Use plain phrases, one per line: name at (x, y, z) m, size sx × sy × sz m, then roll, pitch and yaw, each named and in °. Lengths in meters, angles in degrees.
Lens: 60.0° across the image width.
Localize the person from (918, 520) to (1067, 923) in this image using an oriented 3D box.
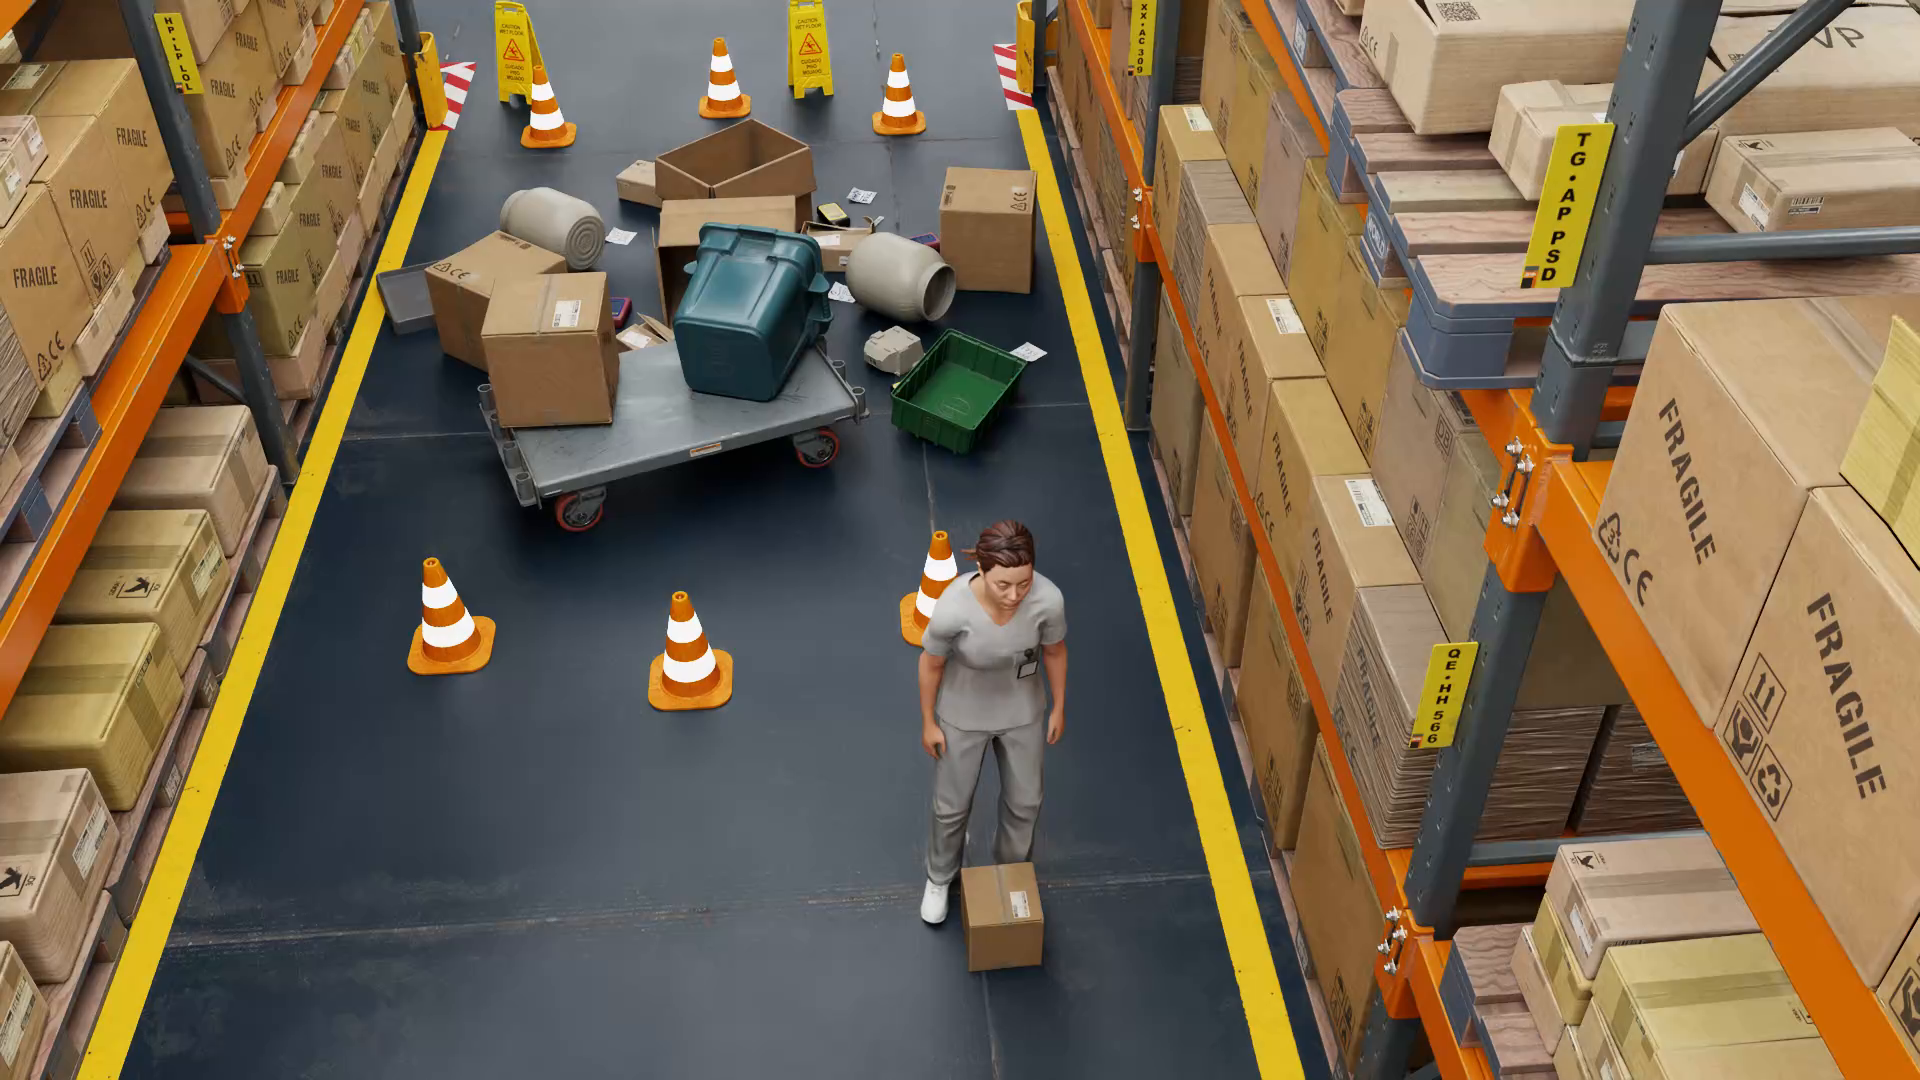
person at (0.100, 0.584, 5.442) m, size 0.514 × 1.671 × 0.362 m, roll -6°, pitch 40°, yaw -7°
